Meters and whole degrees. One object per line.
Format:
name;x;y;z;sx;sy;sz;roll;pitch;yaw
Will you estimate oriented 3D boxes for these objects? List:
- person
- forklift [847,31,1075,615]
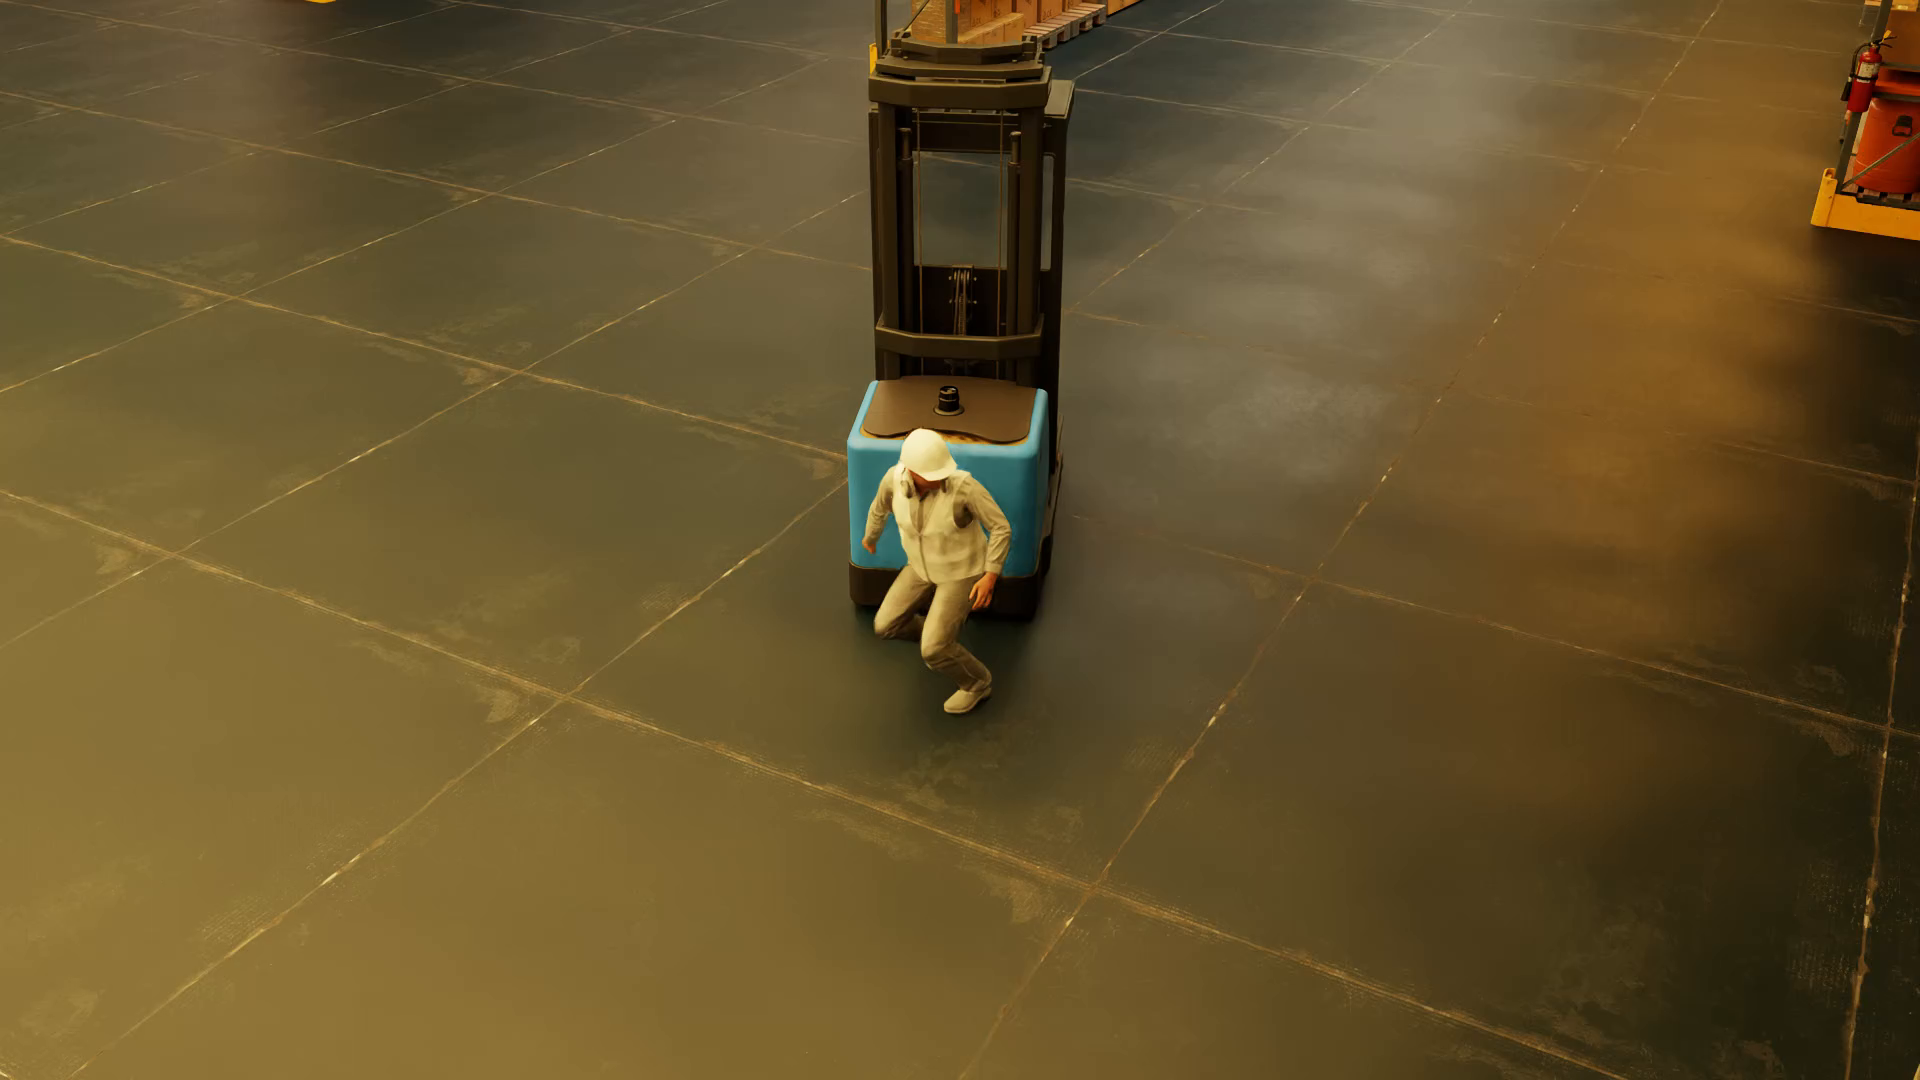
person;-0.144;0.097;8.295;0.931;1.619;0.541;21;36;32
forklift;0.072;-1.572;9.794;1.130;2.935;3.031;3;30;6
